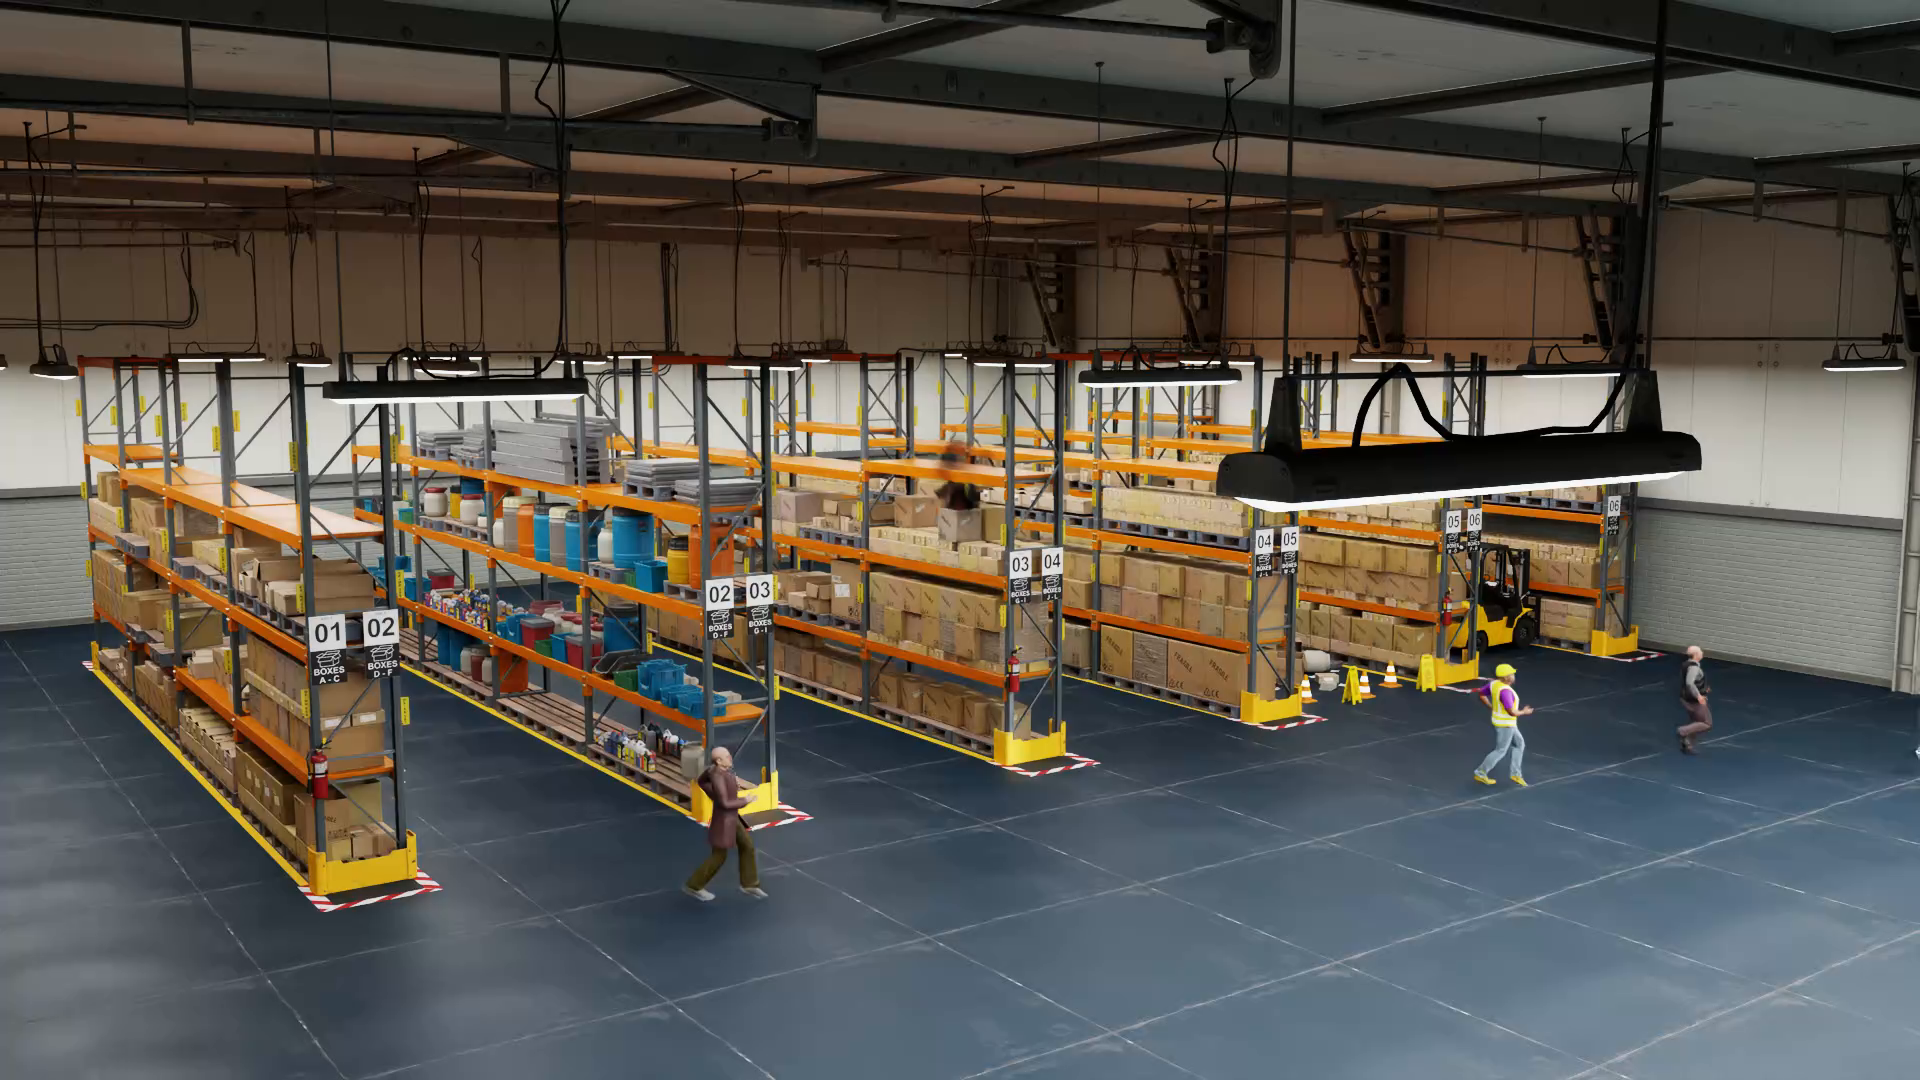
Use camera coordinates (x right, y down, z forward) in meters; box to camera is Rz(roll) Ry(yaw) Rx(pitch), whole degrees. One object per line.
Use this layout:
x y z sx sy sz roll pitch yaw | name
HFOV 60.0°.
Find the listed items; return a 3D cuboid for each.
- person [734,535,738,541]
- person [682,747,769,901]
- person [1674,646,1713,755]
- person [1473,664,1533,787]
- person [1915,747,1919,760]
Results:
-5.704 0.635 40.611 0.820 1.562 0.520 2 7 12 | person
-2.643 3.203 18.681 0.963 1.815 0.725 -1 7 -4 | person
11.193 2.444 25.321 0.546 1.684 0.665 1 7 8 | person
7.679 2.630 23.501 0.804 1.798 0.702 1 7 5 | person
14.361 2.618 24.123 0.795 1.576 0.538 1 7 9 | person
